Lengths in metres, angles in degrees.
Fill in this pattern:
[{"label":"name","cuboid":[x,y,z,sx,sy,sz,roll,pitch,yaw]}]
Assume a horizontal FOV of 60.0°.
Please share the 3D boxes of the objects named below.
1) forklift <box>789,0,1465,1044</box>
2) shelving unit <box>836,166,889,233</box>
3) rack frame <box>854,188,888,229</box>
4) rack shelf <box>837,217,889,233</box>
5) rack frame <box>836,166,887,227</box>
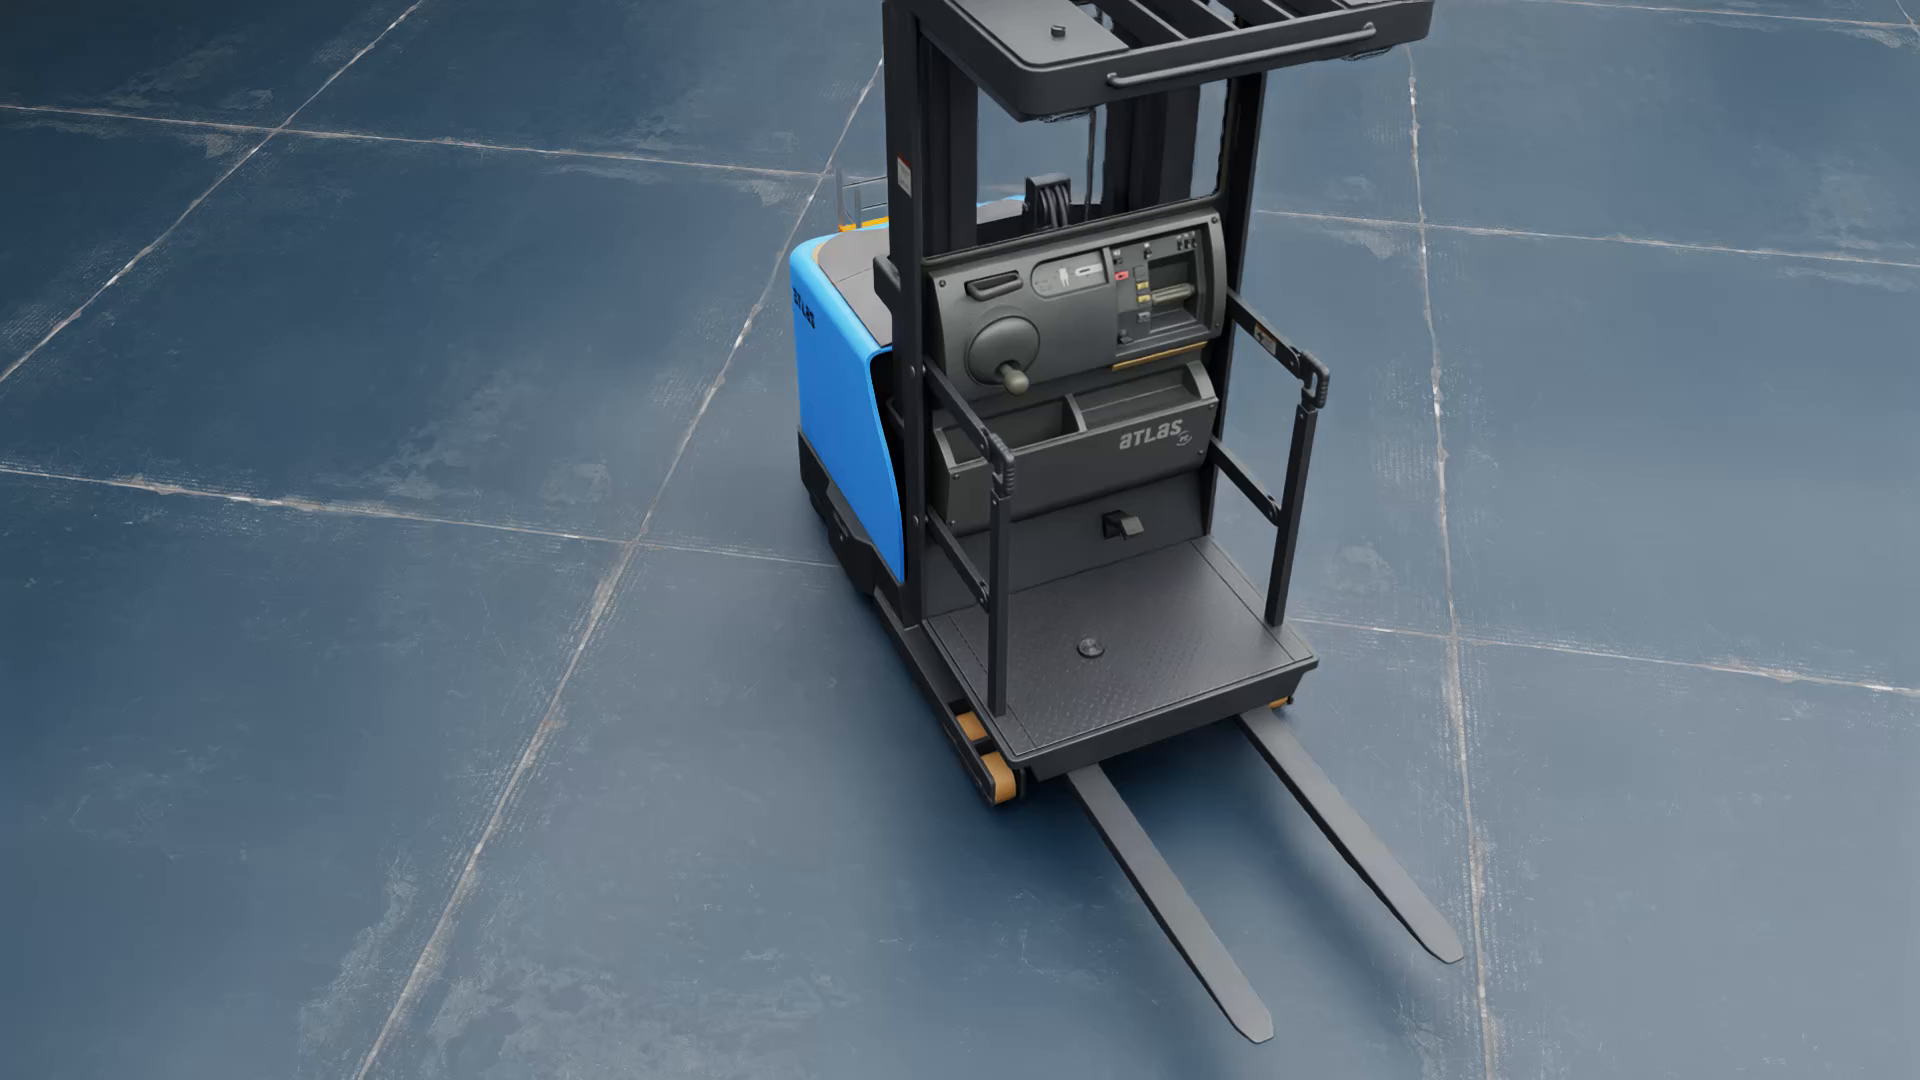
[{"label":"forklift","cuboid":[0.451,-0.615,4.694,1.130,2.935,3.031,-16,42,-18]},{"label":"shelving unit","cuboid":[-0.300,-0.859,6.348,0.258,1.200,0.189,-16,42,-18]},{"label":"rack frame","cuboid":[-0.262,-0.806,6.284,0.240,1.200,0.006,-16,42,-18]},{"label":"rack shelf","cuboid":[-0.300,-1.103,6.147,0.258,0.103,0.180,-16,42,-18]},{"label":"rack frame","cuboid":[-0.337,-0.913,6.412,0.240,1.200,0.006,-16,42,-18]}]
